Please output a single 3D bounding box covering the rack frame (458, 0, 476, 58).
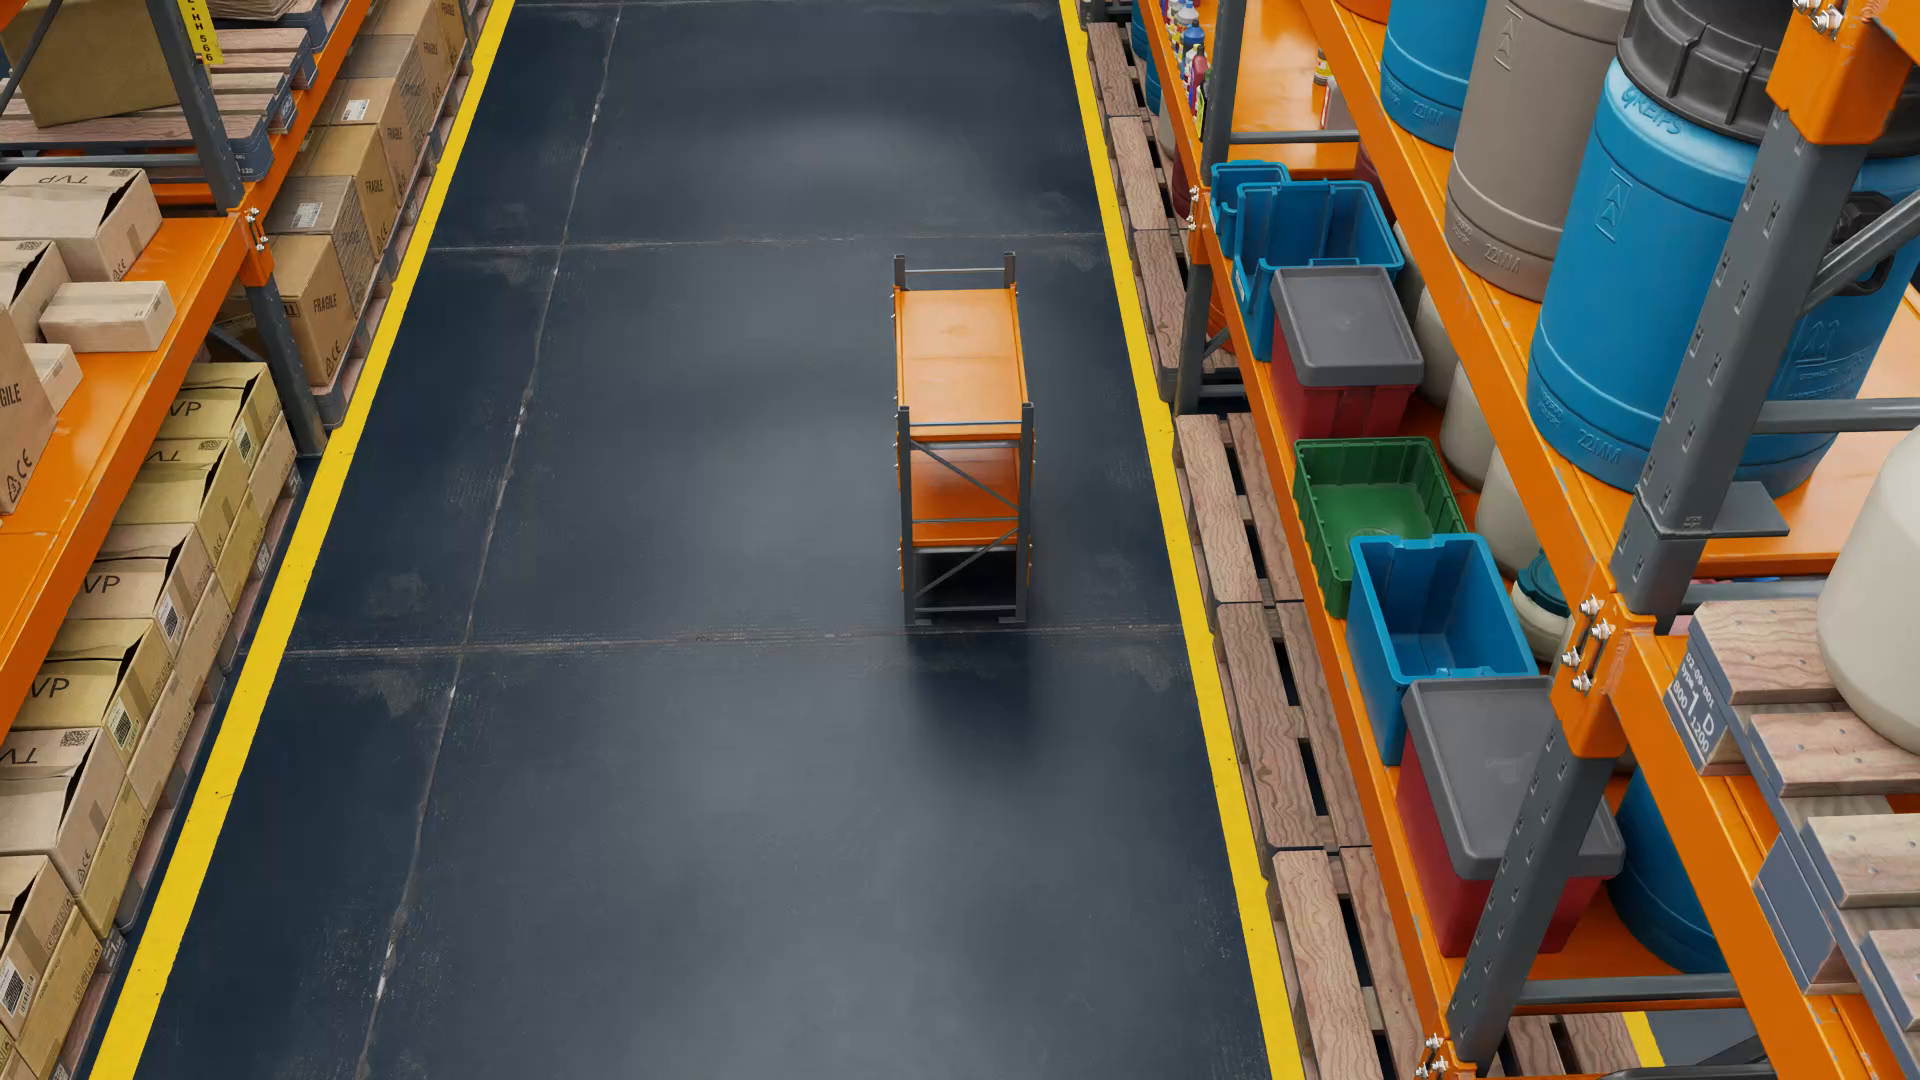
[{"bbox_3d":[-3.612,-4.212,9.625,1.000,3.000,0.127,-2,43,-2],"label":"rack frame"}]

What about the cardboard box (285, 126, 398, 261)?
[{"bbox_3d":[-3.220,-1.760,8.474,0.500,0.500,0.500,-2,43,-2],"label":"cardboard box"}]

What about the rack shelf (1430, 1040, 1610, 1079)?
[{"bbox_3d":[1.762,2.665,2.656,1.077,0.370,4.000,-2,43,-2],"label":"rack shelf"}]

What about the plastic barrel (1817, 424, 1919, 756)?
[{"bbox_3d":[1.499,0.044,2.369,0.421,0.512,0.421,0,43,0],"label":"plastic barrel"}]

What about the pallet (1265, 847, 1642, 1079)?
[{"bbox_3d":[1.605,1.548,5.405,1.003,0.211,1.213,-2,43,-2],"label":"pallet"}]

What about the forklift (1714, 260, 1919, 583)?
[{"bbox_3d":[3.145,-0.713,5.859,1.130,2.935,3.031,-1,43,-2],"label":"forklift"}]

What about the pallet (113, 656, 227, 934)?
[{"bbox_3d":[-3.397,0.895,6.117,1.003,0.211,1.213,-2,43,-2],"label":"pallet"}]

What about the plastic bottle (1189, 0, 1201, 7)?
[{"bbox_3d":[1.152,-2.770,8.138,0.061,0.283,0.133,-2,43,-2],"label":"plastic bottle"}]

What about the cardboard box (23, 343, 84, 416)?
[{"bbox_3d":[-3.331,-0.560,5.827,0.380,0.149,0.250,1,43,1],"label":"cardboard box"}]

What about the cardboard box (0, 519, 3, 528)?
[{"bbox_3d":[-3.332,-0.061,5.022,0.500,0.500,0.500,-2,43,-2],"label":"cardboard box"}]

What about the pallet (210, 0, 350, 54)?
[{"bbox_3d":[-3.529,-2.754,8.176,1.003,0.211,1.213,-2,43,-2],"label":"pallet"}]

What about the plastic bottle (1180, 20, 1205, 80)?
[{"bbox_3d":[1.059,-2.230,7.558,0.097,0.271,0.097,0,43,0],"label":"plastic bottle"}]

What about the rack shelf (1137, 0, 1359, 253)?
[{"bbox_3d":[1.422,-2.736,8.548,1.077,0.370,4.000,-2,43,-2],"label":"rack shelf"}]

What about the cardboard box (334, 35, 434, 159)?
[{"bbox_3d":[-3.271,-2.455,9.233,0.500,0.500,0.500,-1,43,-1],"label":"cardboard box"}]

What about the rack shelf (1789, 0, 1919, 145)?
[{"bbox_3d":[1.762,0.601,0.764,1.077,0.370,4.000,-2,43,-2],"label":"rack shelf"}]

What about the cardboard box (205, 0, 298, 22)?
[{"bbox_3d":[-3.429,-2.748,7.643,0.700,0.500,0.500,6,43,6],"label":"cardboard box"}]

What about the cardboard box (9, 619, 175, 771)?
[{"bbox_3d":[-3.107,0.517,5.775,0.500,0.311,0.500,-1,43,-1],"label":"cardboard box"}]

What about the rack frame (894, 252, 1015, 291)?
[{"bbox_3d":[-0.022,-0.762,7.249,0.500,1.125,0.032,-2,43,-2],"label":"rack frame"}]

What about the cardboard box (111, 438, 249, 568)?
[{"bbox_3d":[-3.145,-0.162,6.516,0.500,0.311,0.500,-2,43,-2],"label":"cardboard box"}]

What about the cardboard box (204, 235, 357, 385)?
[{"bbox_3d":[-3.176,-1.068,7.719,0.500,0.500,0.500,0,43,0],"label":"cardboard box"}]

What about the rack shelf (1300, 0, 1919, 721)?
[{"bbox_3d":[1.592,-1.142,4.588,1.077,0.370,4.000,-2,43,-2],"label":"rack shelf"}]

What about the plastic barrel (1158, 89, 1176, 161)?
[{"bbox_3d":[1.308,-2.360,9.135,0.421,0.512,0.421,0,43,0],"label":"plastic barrel"}]

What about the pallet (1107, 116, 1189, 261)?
[{"bbox_3d":[1.383,-1.976,9.249,1.003,0.211,1.213,-2,43,-2],"label":"pallet"}]

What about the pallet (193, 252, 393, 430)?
[{"bbox_3d":[-3.436,-0.989,8.172,1.003,0.211,1.213,-2,43,-2],"label":"pallet"}]

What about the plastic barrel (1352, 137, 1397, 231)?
[{"bbox_3d":[1.830,-1.397,6.453,0.600,0.536,0.708,-2,43,-2],"label":"plastic barrel"}]

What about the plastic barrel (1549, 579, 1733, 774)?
[{"bbox_3d":[1.856,0.347,4.551,0.433,0.535,0.433,0,43,0],"label":"plastic barrel"}]

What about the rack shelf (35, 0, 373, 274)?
[{"bbox_3d":[-3.527,-2.597,8.395,1.077,0.370,4.000,-2,43,-2],"label":"rack shelf"}]

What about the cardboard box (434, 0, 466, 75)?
[{"bbox_3d":[-3.304,-3.128,9.967,0.500,0.500,0.500,-2,43,-2],"label":"cardboard box"}]

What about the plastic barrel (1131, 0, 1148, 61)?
[{"bbox_3d":[1.344,-3.365,9.943,0.600,0.901,0.708,-2,43,-2],"label":"plastic barrel"}]

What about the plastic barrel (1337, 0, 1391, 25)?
[{"bbox_3d":[1.353,-1.913,4.579,0.600,0.830,0.708,-2,43,-2],"label":"plastic barrel"}]

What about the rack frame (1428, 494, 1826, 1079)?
[{"bbox_3d":[1.677,1.049,3.885,1.000,3.000,0.127,-2,43,-2],"label":"rack frame"}]

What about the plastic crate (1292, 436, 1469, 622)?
[{"bbox_3d":[1.321,-0.040,5.231,0.450,0.188,0.662,-2,43,-2],"label":"plastic crate"}]

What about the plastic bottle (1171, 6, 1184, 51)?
[{"bbox_3d":[1.047,-2.402,7.797,0.097,0.201,0.097,0,43,0],"label":"plastic bottle"}]

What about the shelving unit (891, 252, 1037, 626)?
[{"bbox_3d":[0.000,-0.419,6.875,0.538,1.125,1.048,-2,43,-2],"label":"shelving unit"}]

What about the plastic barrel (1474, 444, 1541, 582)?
[{"bbox_3d":[1.825,-0.148,5.091,0.433,0.535,0.433,0,43,0],"label":"plastic barrel"}]

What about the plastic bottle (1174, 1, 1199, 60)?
[{"bbox_3d":[1.051,-2.362,7.702,0.097,0.271,0.097,0,43,0],"label":"plastic bottle"}]

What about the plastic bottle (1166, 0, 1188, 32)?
[{"bbox_3d":[1.039,-2.533,7.941,0.097,0.201,0.097,0,43,0],"label":"plastic bottle"}]

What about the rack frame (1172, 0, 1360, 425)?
[{"bbox_3d":[1.507,-1.651,6.831,1.000,3.000,0.127,-2,43,-2],"label":"rack frame"}]

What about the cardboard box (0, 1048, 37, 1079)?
[{"bbox_3d":[-3.041,1.768,4.825,0.500,0.250,0.500,-3,43,-3],"label":"cardboard box"}]

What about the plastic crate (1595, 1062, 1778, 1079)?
[{"bbox_3d":[1.572,1.429,3.517,0.767,0.338,0.504,-2,43,-2],"label":"plastic crate"}]

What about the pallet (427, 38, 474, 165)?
[{"bbox_3d":[-3.539,-2.636,9.970,1.003,0.211,1.213,-2,43,-2],"label":"pallet"}]

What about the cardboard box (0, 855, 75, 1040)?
[{"bbox_3d":[-3.057,1.217,5.012,0.500,0.311,0.500,-2,43,-2],"label":"cardboard box"}]

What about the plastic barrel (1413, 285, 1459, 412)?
[{"bbox_3d":[1.782,-0.720,5.732,0.421,0.512,0.421,0,43,0],"label":"plastic barrel"}]

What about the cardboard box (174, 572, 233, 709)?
[{"bbox_3d":[-3.132,0.383,6.336,0.500,0.250,0.500,-1,43,-1],"label":"cardboard box"}]

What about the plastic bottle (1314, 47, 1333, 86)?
[{"bbox_3d":[1.668,-2.176,7.551,0.097,0.201,0.097,0,43,0],"label":"plastic bottle"}]

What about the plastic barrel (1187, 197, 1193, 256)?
[{"bbox_3d":[1.356,-1.597,8.303,0.421,0.512,0.421,0,43,0],"label":"plastic barrel"}]

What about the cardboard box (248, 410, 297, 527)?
[{"bbox_3d":[-3.176,-0.305,7.086,0.500,0.250,0.500,-1,43,-1],"label":"cardboard box"}]

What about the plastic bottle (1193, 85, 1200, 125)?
[{"bbox_3d":[1.077,-1.917,7.269,0.097,0.201,0.097,0,43,0],"label":"plastic bottle"}]

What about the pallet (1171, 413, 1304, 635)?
[{"bbox_3d":[1.501,-0.099,7.202,1.003,0.211,1.213,-2,43,-2],"label":"pallet"}]

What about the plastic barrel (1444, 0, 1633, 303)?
[{"bbox_3d":[1.411,-1.020,3.552,0.600,0.901,0.600,0,43,0],"label":"plastic barrel"}]

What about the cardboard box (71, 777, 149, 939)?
[{"bbox_3d":[-3.087,1.073,5.583,0.500,0.250,0.500,-3,43,-3],"label":"cardboard box"}]

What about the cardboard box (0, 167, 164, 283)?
[{"bbox_3d":[-3.470,-1.232,6.440,0.500,0.311,0.500,1,43,1],"label":"cardboard box"}]

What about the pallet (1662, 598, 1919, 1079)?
[{"bbox_3d":[1.805,0.497,2.407,1.213,0.211,1.003,-2,43,-2],"label":"pallet"}]

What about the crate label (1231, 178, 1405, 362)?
[{"bbox_3d":[1.279,-0.986,6.079,0.502,0.435,0.616,-2,43,-2],"label":"crate label"}]

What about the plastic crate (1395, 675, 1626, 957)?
[{"bbox_3d":[1.351,0.708,4.211,0.402,0.464,0.583,-2,43,-2],"label":"plastic crate"}]

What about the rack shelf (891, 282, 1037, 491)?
[{"bbox_3d":[0.000,-0.635,6.677,0.538,0.278,1.000,-2,43,-2],"label":"rack shelf"}]

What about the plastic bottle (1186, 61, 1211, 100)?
[{"bbox_3d":[1.067,-2.073,7.439,0.097,0.201,0.097,0,43,0],"label":"plastic bottle"}]
